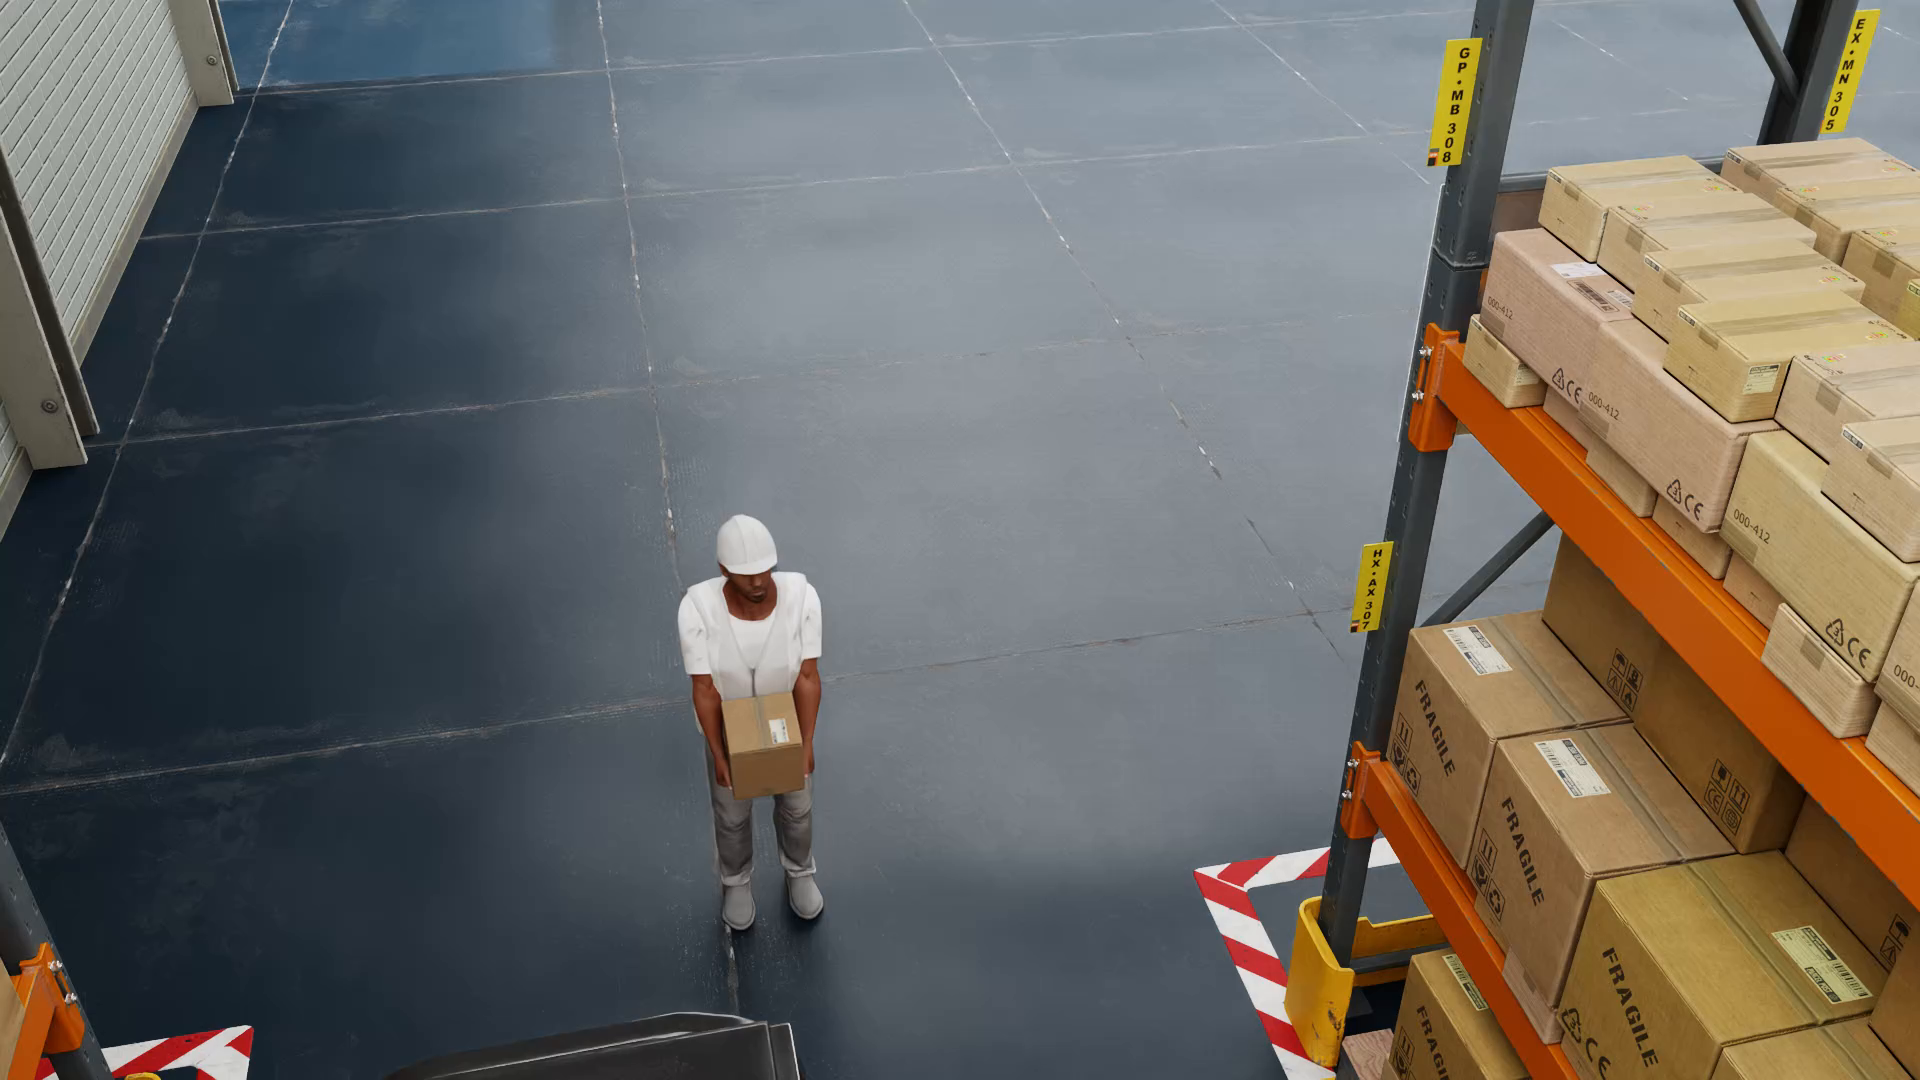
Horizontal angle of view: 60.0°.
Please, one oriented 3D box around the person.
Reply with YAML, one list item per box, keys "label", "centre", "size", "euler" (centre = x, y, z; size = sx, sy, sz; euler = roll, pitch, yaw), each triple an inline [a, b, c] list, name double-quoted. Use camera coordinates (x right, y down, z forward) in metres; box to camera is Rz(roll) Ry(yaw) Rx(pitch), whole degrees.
- label: "person"
  centre: [-0.715, 0.732, 6.044]
  size: [0.505, 1.763, 0.568]
  euler: [-7, 35, -11]
